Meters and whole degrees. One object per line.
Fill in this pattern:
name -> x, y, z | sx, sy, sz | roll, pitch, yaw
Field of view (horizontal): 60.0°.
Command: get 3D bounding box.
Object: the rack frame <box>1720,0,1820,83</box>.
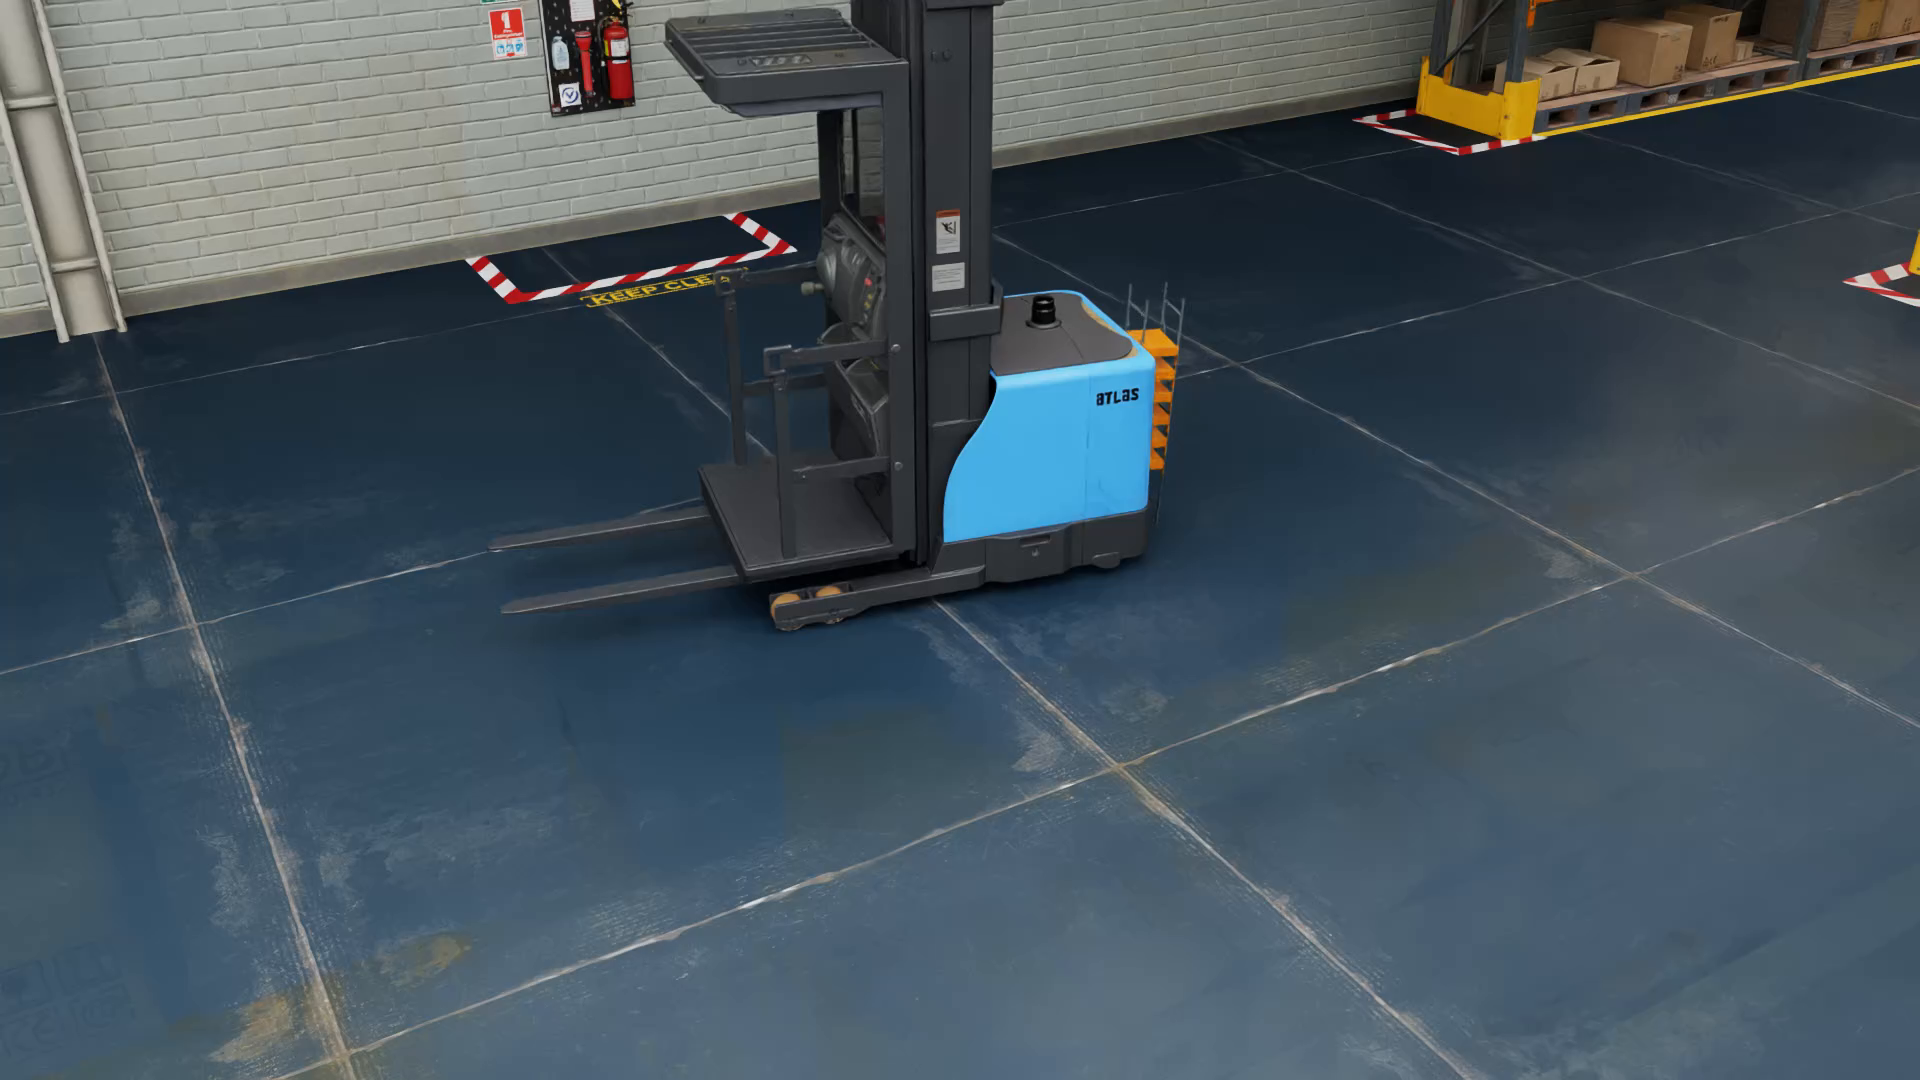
rack frame -> 8.036, -6.056, 16.119 | 0.127, 3.000, 1.000 | -16, 33, -26

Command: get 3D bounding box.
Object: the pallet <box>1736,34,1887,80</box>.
pallet -> 8.706, -5.026, 17.139 | 1.213, 0.211, 1.003 | -16, 33, -26

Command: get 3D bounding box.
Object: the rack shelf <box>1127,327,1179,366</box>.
rack shelf -> 0.921, -0.931, 8.034 | 0.180, 0.103, 0.258 | -5, 29, -15

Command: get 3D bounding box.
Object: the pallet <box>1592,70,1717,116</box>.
pallet -> 6.421, -4.355, 15.923 | 1.213, 0.211, 1.003 | -16, 33, -26

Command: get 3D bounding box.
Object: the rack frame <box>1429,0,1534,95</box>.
rack frame -> 4.587, -5.077, 14.344 | 0.127, 3.000, 1.000 | -16, 33, -26

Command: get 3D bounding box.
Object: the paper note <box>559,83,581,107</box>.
paper note -> -2.758, -3.150, 11.766 | 0.142, 0.148, 0.016 | -16, 33, -26

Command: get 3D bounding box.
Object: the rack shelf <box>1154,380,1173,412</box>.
rack shelf -> 0.909, -0.720, 8.147 | 0.180, 0.103, 0.258 | -5, 29, -15

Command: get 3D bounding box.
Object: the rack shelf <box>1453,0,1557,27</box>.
rack shelf -> 6.311, -5.251, 15.405 | 4.000, 0.370, 1.077 | -16, 33, -26

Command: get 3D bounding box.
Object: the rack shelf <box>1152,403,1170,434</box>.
rack shelf -> 0.902, -0.614, 8.203 | 0.180, 0.103, 0.258 | -5, 29, -15

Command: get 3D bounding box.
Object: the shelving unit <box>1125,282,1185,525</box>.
shelving unit -> 0.905, -0.653, 8.182 | 0.189, 1.200, 0.258 | -5, 29, -15

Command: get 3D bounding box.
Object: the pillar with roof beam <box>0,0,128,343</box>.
pillar with roof beam -> -3.413, -3.504, 5.286 | 0.400, 9.000, 9.100 | -16, 33, -26

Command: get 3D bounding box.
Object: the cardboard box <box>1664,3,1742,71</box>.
cardboard box -> 7.161, -4.883, 16.126 | 0.500, 0.500, 0.500 | -19, 34, -30

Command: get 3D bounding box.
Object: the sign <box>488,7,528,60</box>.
sign -> -3.100, -3.474, 11.403 | 0.234, 0.329, 0.001 | -16, 33, -26

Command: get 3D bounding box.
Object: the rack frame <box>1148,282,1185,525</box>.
rack frame -> 0.993, -0.660, 8.206 | 0.006, 1.200, 0.240 | -5, 29, -15

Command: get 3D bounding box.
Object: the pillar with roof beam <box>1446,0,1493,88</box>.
pillar with roof beam -> 6.933, -6.441, 10.609 | 0.400, 9.000, 9.100 | -16, 33, -26

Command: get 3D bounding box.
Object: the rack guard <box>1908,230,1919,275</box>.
rack guard -> 7.079, -1.914, 11.200 | 0.348, 0.500, 1.175 | -16, 33, -26

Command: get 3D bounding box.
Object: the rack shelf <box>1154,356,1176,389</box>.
rack shelf -> 0.915, -0.825, 8.090 | 0.180, 0.103, 0.258 | -5, 29, -15

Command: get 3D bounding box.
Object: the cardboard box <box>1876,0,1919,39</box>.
cardboard box -> 9.542, -5.596, 17.418 | 0.500, 0.500, 0.700 | -15, 32, -26

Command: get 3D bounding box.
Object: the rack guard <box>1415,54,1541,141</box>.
rack guard -> 4.652, -4.001, 14.982 | 0.348, 0.500, 1.175 | -16, 33, -26

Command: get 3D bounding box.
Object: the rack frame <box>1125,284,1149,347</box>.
rack frame -> 0.816, -0.646, 8.158 | 0.006, 1.200, 0.240 | -5, 29, -15

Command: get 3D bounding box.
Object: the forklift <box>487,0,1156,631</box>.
forklift -> -0.666, -1.160, 7.318 | 3.031, 2.935, 1.130 | -9, 30, -17

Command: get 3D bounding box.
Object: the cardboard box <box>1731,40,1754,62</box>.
cardboard box -> 7.590, -4.864, 16.437 | 0.250, 0.166, 0.380 | -21, 35, -33

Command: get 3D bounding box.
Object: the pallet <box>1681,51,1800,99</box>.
pallet -> 7.475, -4.656, 16.468 | 1.213, 0.211, 1.003 | -16, 33, -26

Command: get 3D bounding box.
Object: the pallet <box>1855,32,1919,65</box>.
pallet -> 9.759, -5.327, 17.683 | 1.213, 0.211, 1.003 | -16, 33, -26

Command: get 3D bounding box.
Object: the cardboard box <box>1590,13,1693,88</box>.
cardboard box -> 6.378, -4.605, 15.621 | 0.500, 0.500, 0.700 | -18, 34, -29

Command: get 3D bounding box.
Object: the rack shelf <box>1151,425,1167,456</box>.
rack shelf -> 0.896, -0.508, 8.259 | 0.180, 0.103, 0.258 | -5, 29, -15

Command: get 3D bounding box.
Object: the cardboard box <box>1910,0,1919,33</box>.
cardboard box -> 9.973, -5.724, 17.649 | 0.500, 0.500, 0.700 | -16, 33, -27

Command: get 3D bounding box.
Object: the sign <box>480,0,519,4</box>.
sign -> -3.091, -3.703, 11.270 | 0.331, 0.109, 0.001 | -16, 33, -26

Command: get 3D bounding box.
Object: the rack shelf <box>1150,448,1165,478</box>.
rack shelf -> 0.889, -0.402, 8.316 | 0.180, 0.103, 0.258 | -5, 29, -15

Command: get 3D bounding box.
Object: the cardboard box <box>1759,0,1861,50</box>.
cardboard box -> 8.662, -5.341, 16.955 | 0.500, 0.500, 0.700 | -15, 32, -25

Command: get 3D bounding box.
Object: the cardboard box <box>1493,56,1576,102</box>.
cardboard box -> 5.229, -4.224, 15.127 | 0.500, 0.311, 0.500 | -20, 35, -32

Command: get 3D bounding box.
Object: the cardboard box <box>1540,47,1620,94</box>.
cardboard box -> 5.721, -4.363, 15.380 | 0.500, 0.311, 0.500 | -13, 31, -22

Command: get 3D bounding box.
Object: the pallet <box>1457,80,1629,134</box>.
pallet -> 5.371, -4.058, 15.385 | 1.213, 0.211, 1.003 | -16, 33, -26

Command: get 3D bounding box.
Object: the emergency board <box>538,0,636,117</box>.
emergency board -> -2.571, -3.551, 11.579 | 0.643, 1.169, 0.194 | -16, 33, -26

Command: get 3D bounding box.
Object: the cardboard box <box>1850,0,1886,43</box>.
cardboard box -> 9.082, -5.488, 17.222 | 0.500, 0.500, 0.700 | -17, 33, -27
